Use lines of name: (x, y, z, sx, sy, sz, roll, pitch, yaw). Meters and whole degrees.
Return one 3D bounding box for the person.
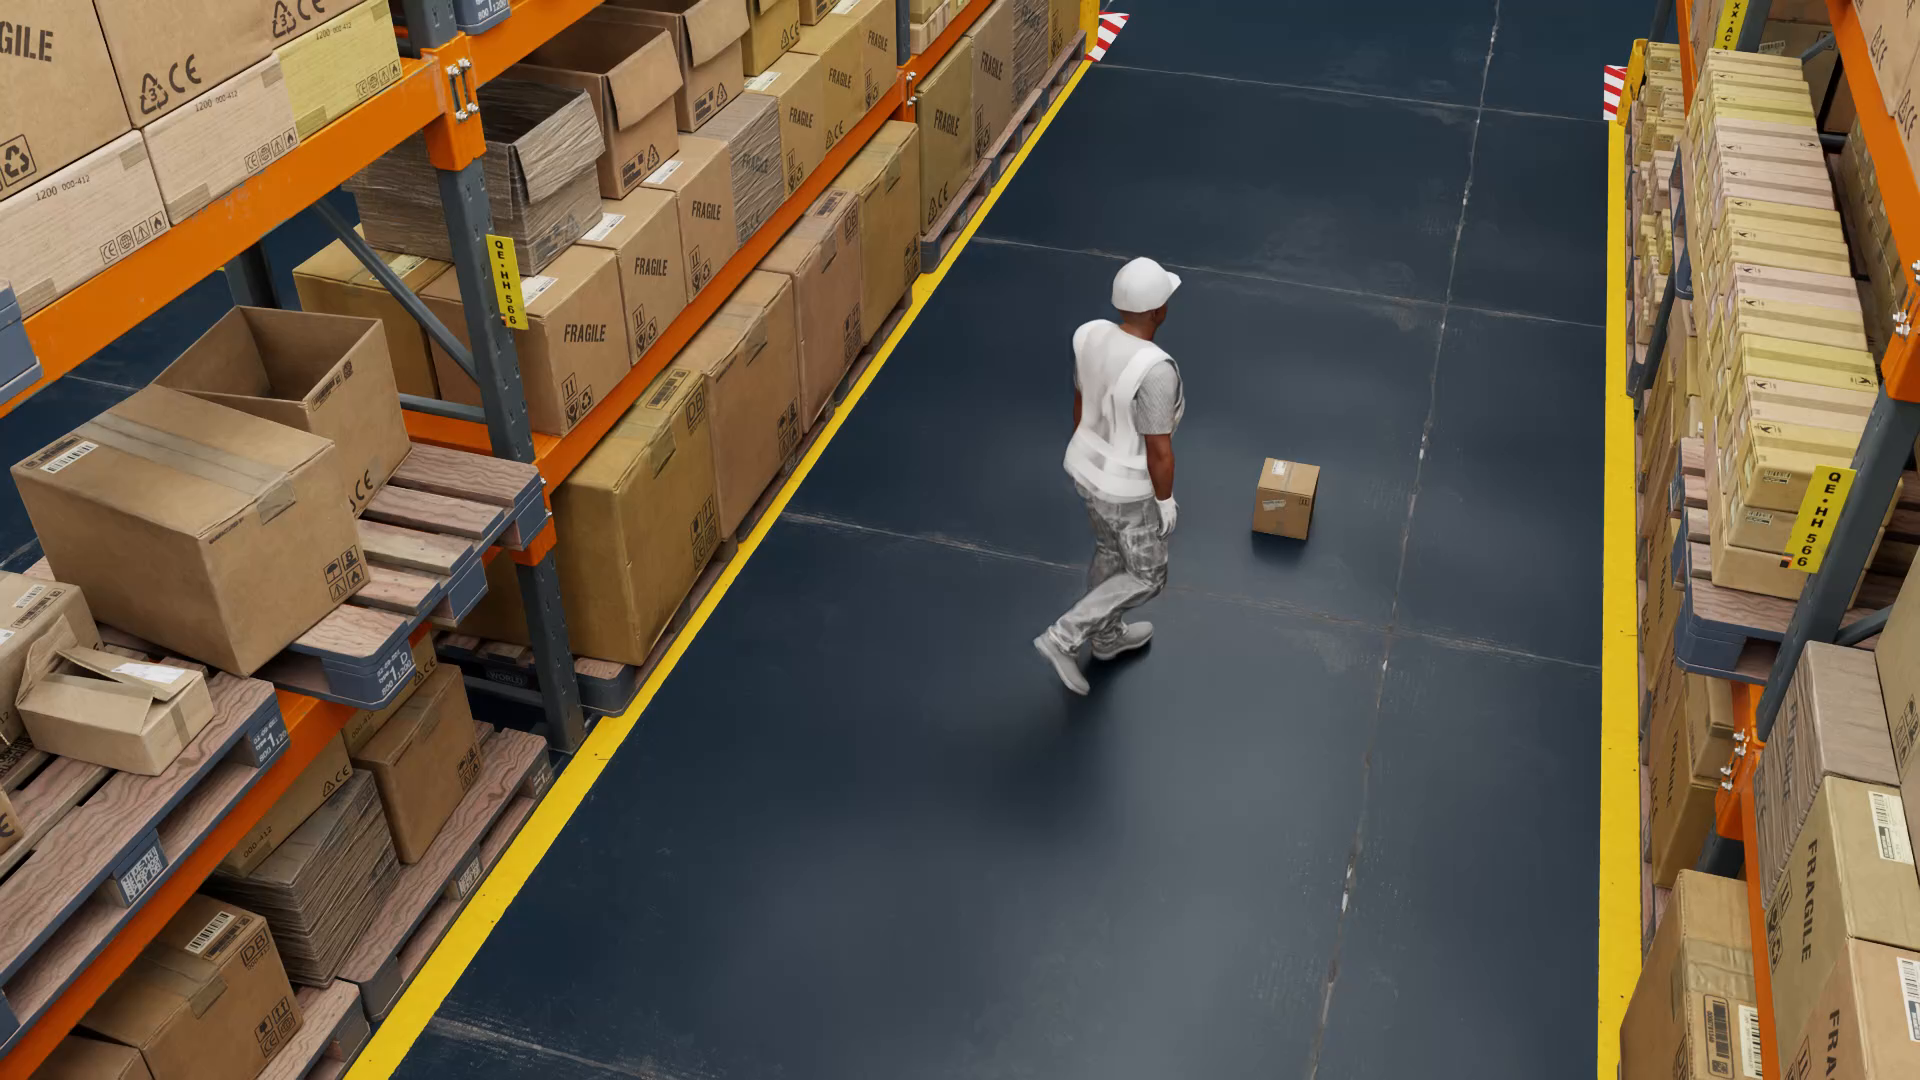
person: (0.529, -0.212, 6.389, 0.678, 1.770, 0.603, -19, 41, -23)
